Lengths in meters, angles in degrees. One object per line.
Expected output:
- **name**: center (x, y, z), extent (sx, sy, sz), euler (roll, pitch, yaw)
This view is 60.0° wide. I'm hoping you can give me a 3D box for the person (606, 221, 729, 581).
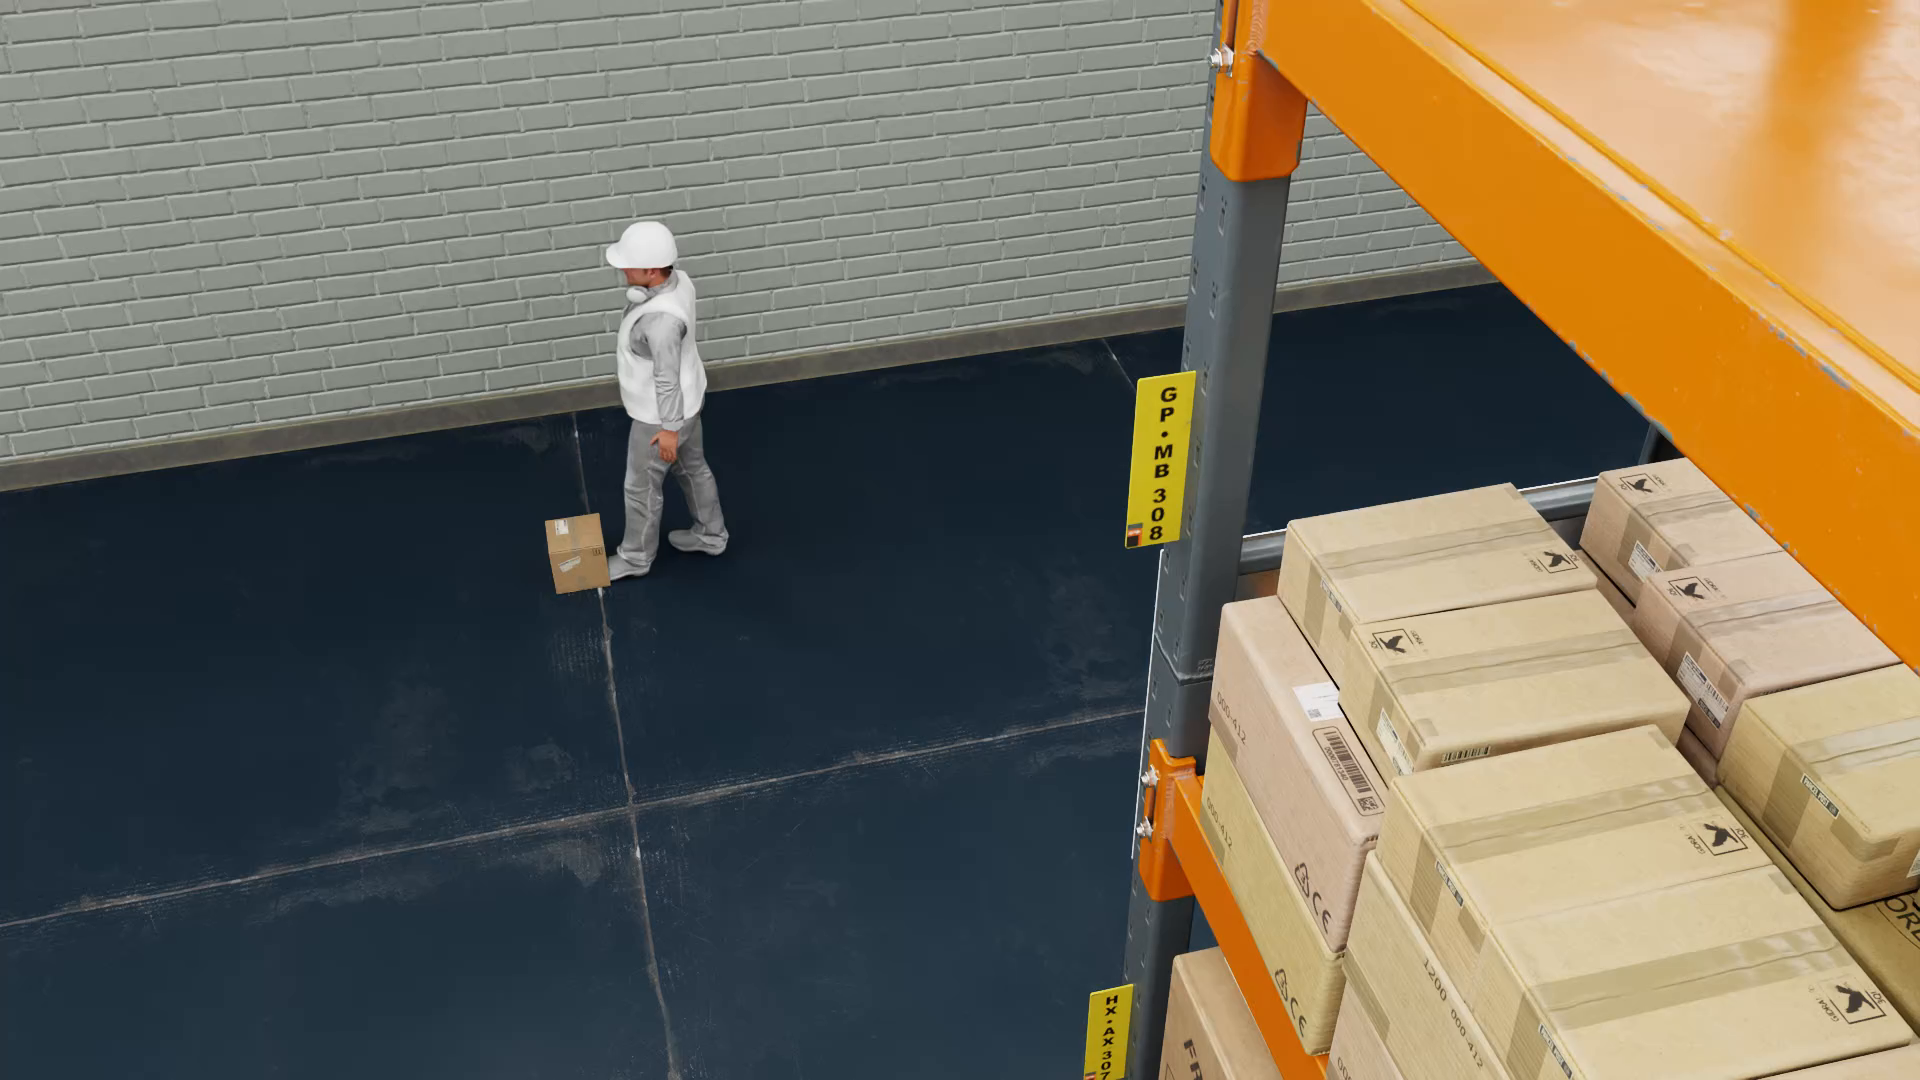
- **person**: center (-1.422, -0.631, 7.421), extent (0.645, 1.769, 0.561), euler (2, 38, 3)
